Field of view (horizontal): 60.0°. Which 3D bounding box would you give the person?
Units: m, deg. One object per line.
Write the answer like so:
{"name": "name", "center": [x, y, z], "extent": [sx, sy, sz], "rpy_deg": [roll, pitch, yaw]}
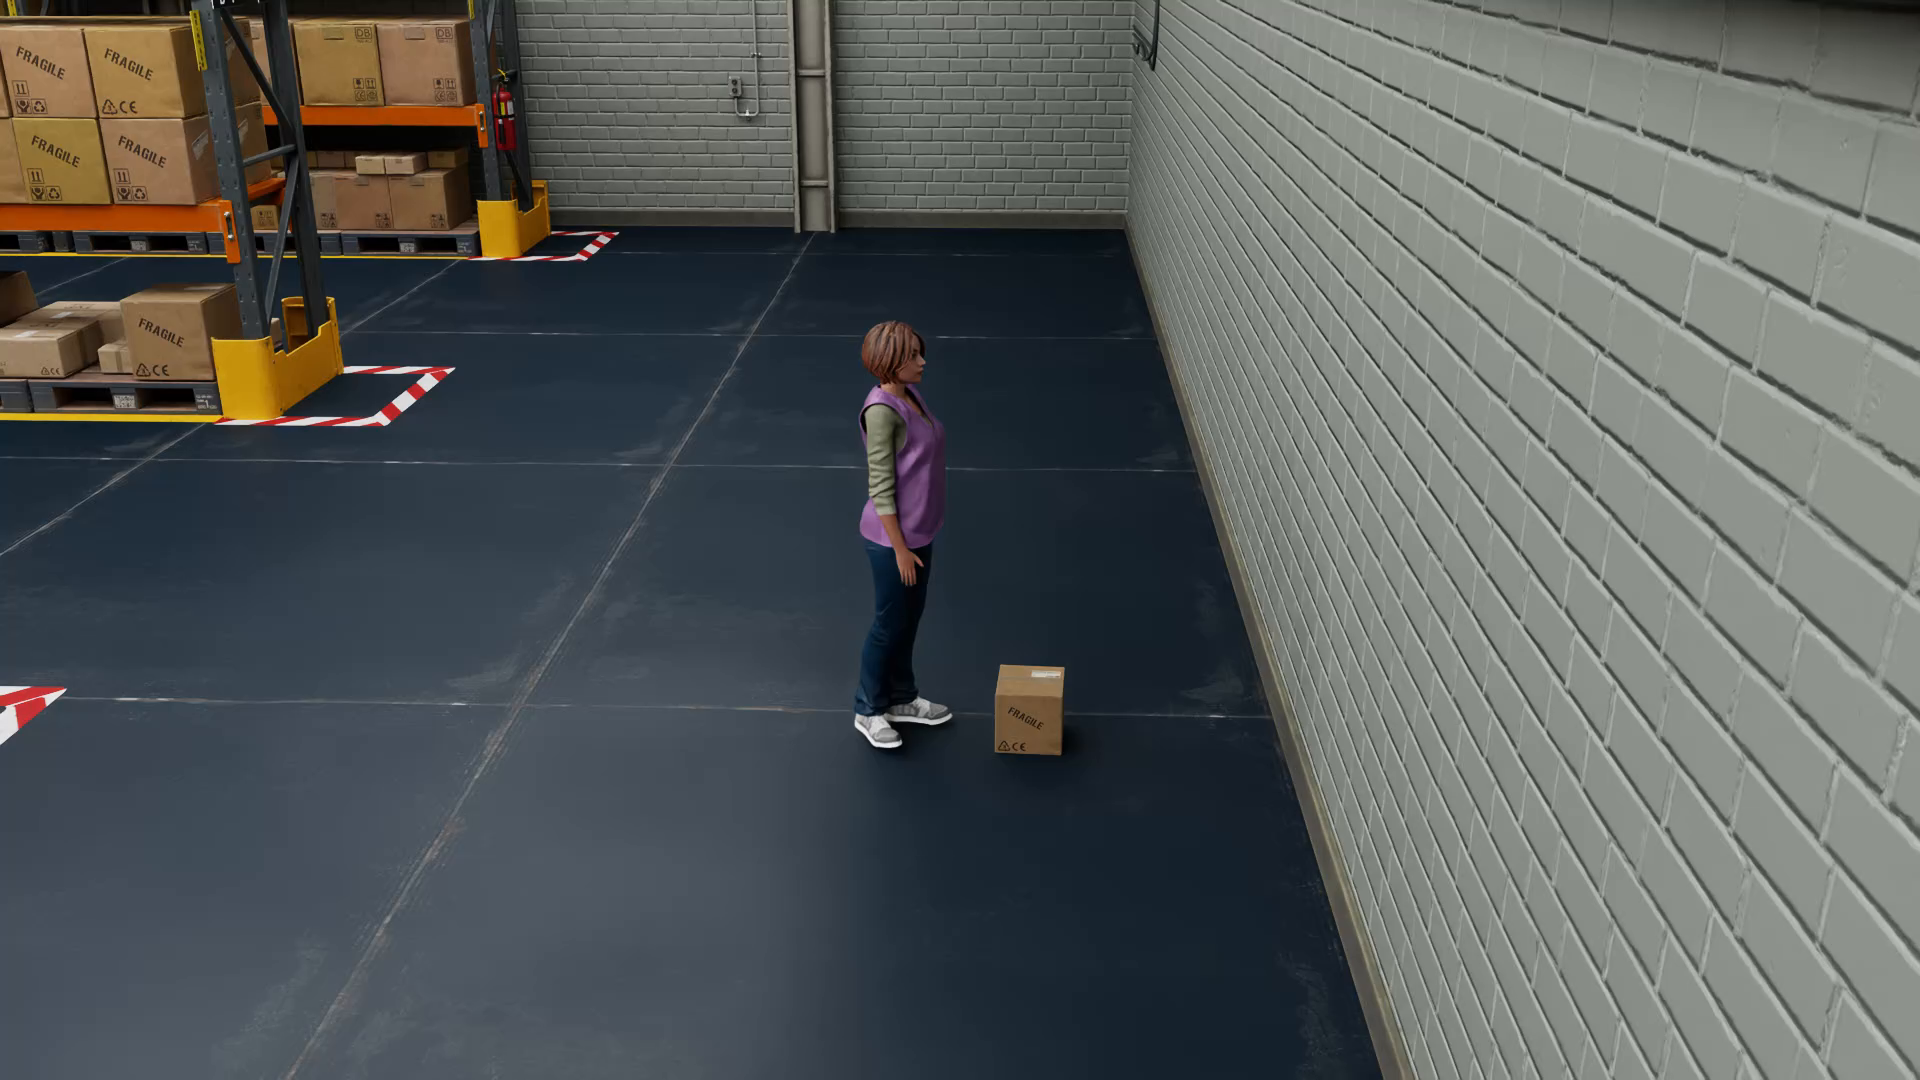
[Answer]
{"name": "person", "center": [-0.228, -0.018, 6.094], "extent": [0.348, 1.599, 0.450], "rpy_deg": [5, 22, 14]}
